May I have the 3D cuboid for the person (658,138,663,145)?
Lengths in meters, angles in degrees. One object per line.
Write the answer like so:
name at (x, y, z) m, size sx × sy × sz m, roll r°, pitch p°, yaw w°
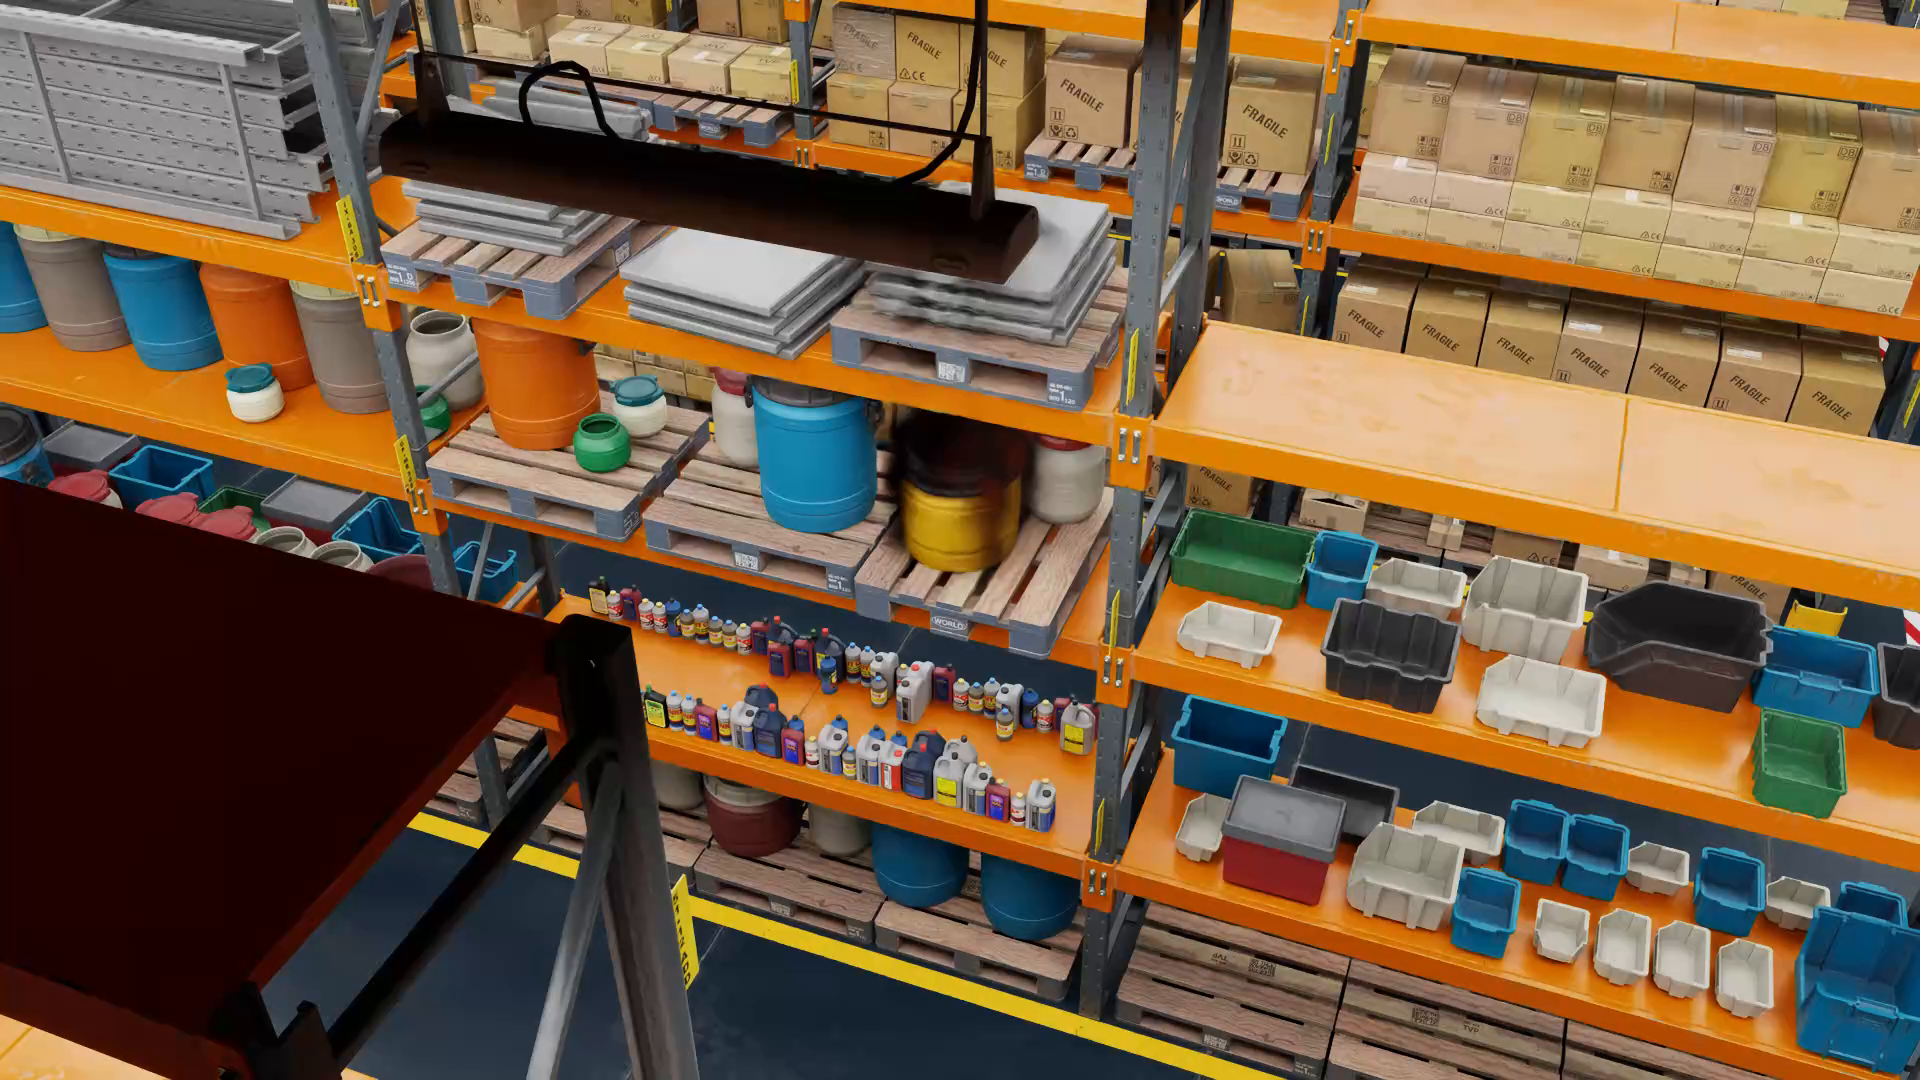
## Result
person at (-3.276, -4.078, 17.537) m, size 0.942 × 1.648 × 0.598 m, roll -1°, pitch 36°, yaw -1°
